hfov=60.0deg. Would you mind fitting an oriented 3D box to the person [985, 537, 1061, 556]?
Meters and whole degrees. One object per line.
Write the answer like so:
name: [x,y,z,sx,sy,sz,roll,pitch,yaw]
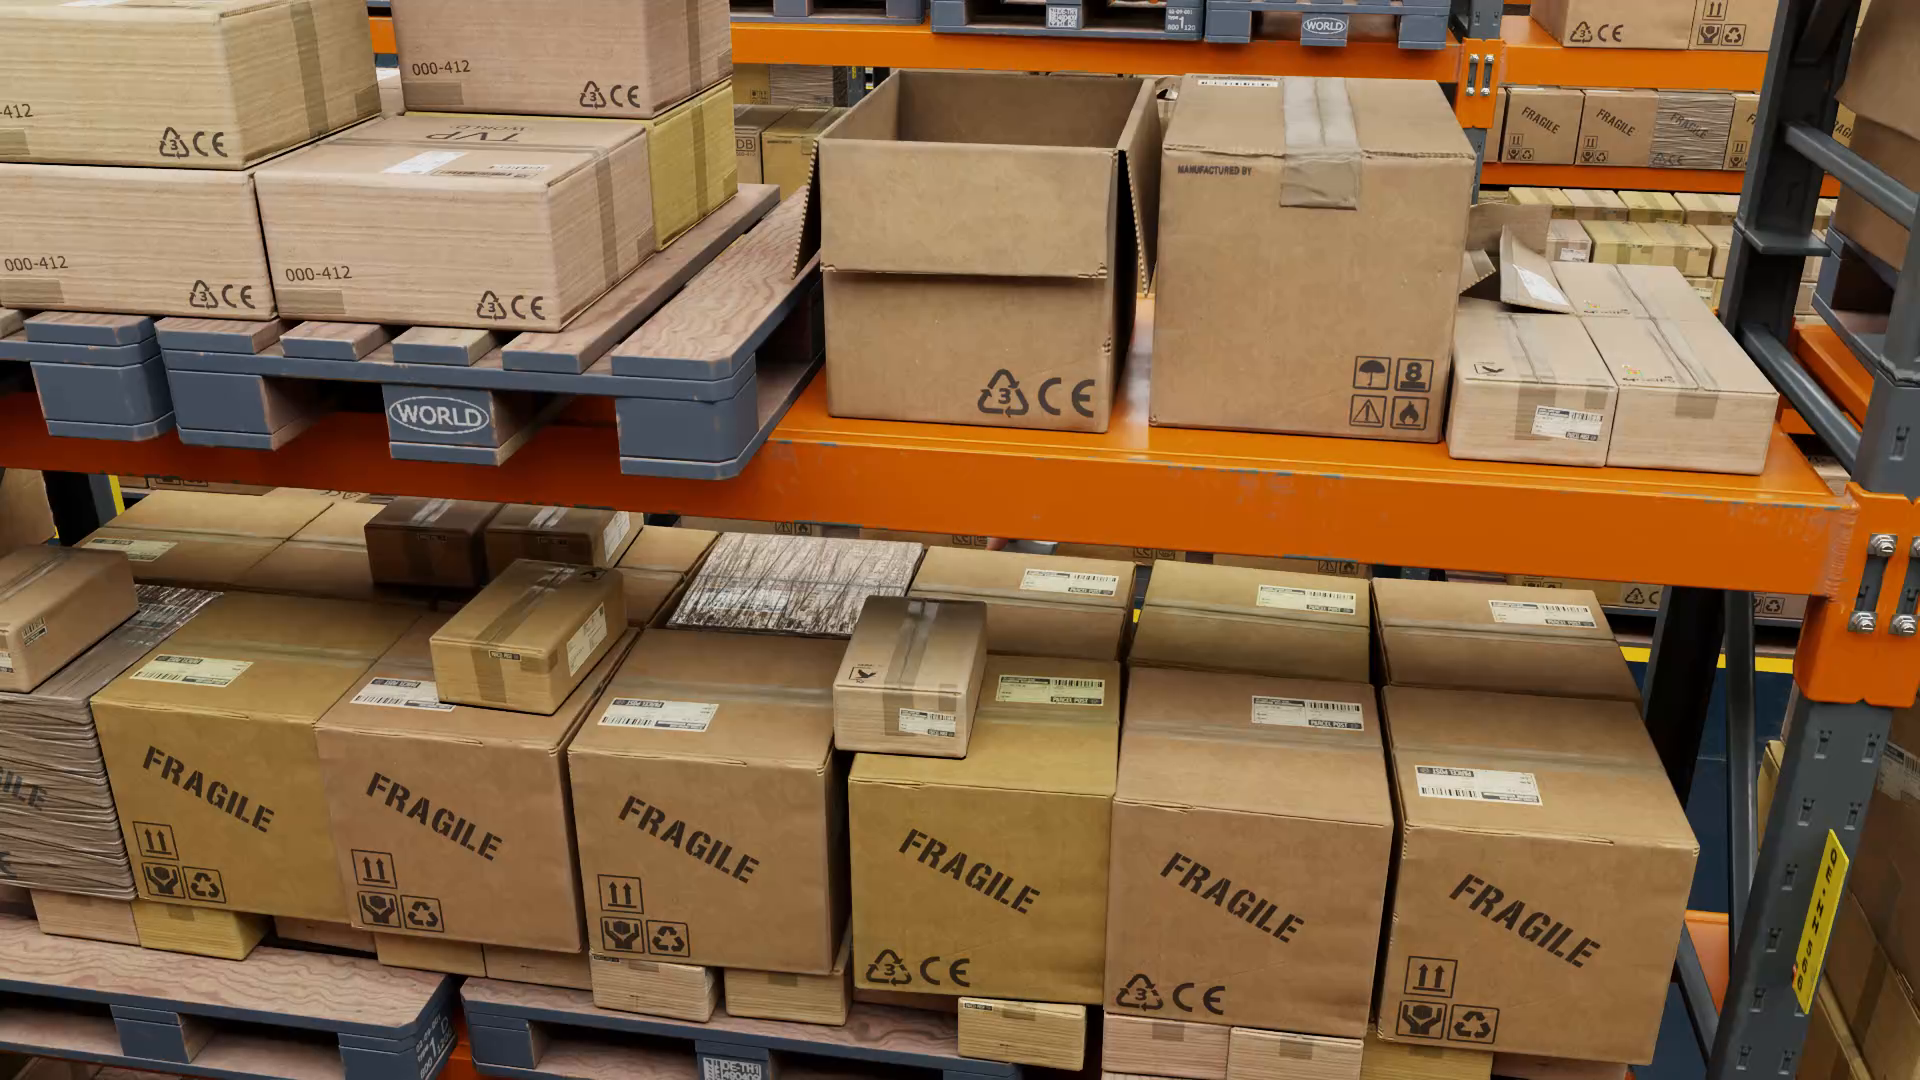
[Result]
person: [0.210,-0.089,7.234,0.575,1.780,0.640,10,26,20]
